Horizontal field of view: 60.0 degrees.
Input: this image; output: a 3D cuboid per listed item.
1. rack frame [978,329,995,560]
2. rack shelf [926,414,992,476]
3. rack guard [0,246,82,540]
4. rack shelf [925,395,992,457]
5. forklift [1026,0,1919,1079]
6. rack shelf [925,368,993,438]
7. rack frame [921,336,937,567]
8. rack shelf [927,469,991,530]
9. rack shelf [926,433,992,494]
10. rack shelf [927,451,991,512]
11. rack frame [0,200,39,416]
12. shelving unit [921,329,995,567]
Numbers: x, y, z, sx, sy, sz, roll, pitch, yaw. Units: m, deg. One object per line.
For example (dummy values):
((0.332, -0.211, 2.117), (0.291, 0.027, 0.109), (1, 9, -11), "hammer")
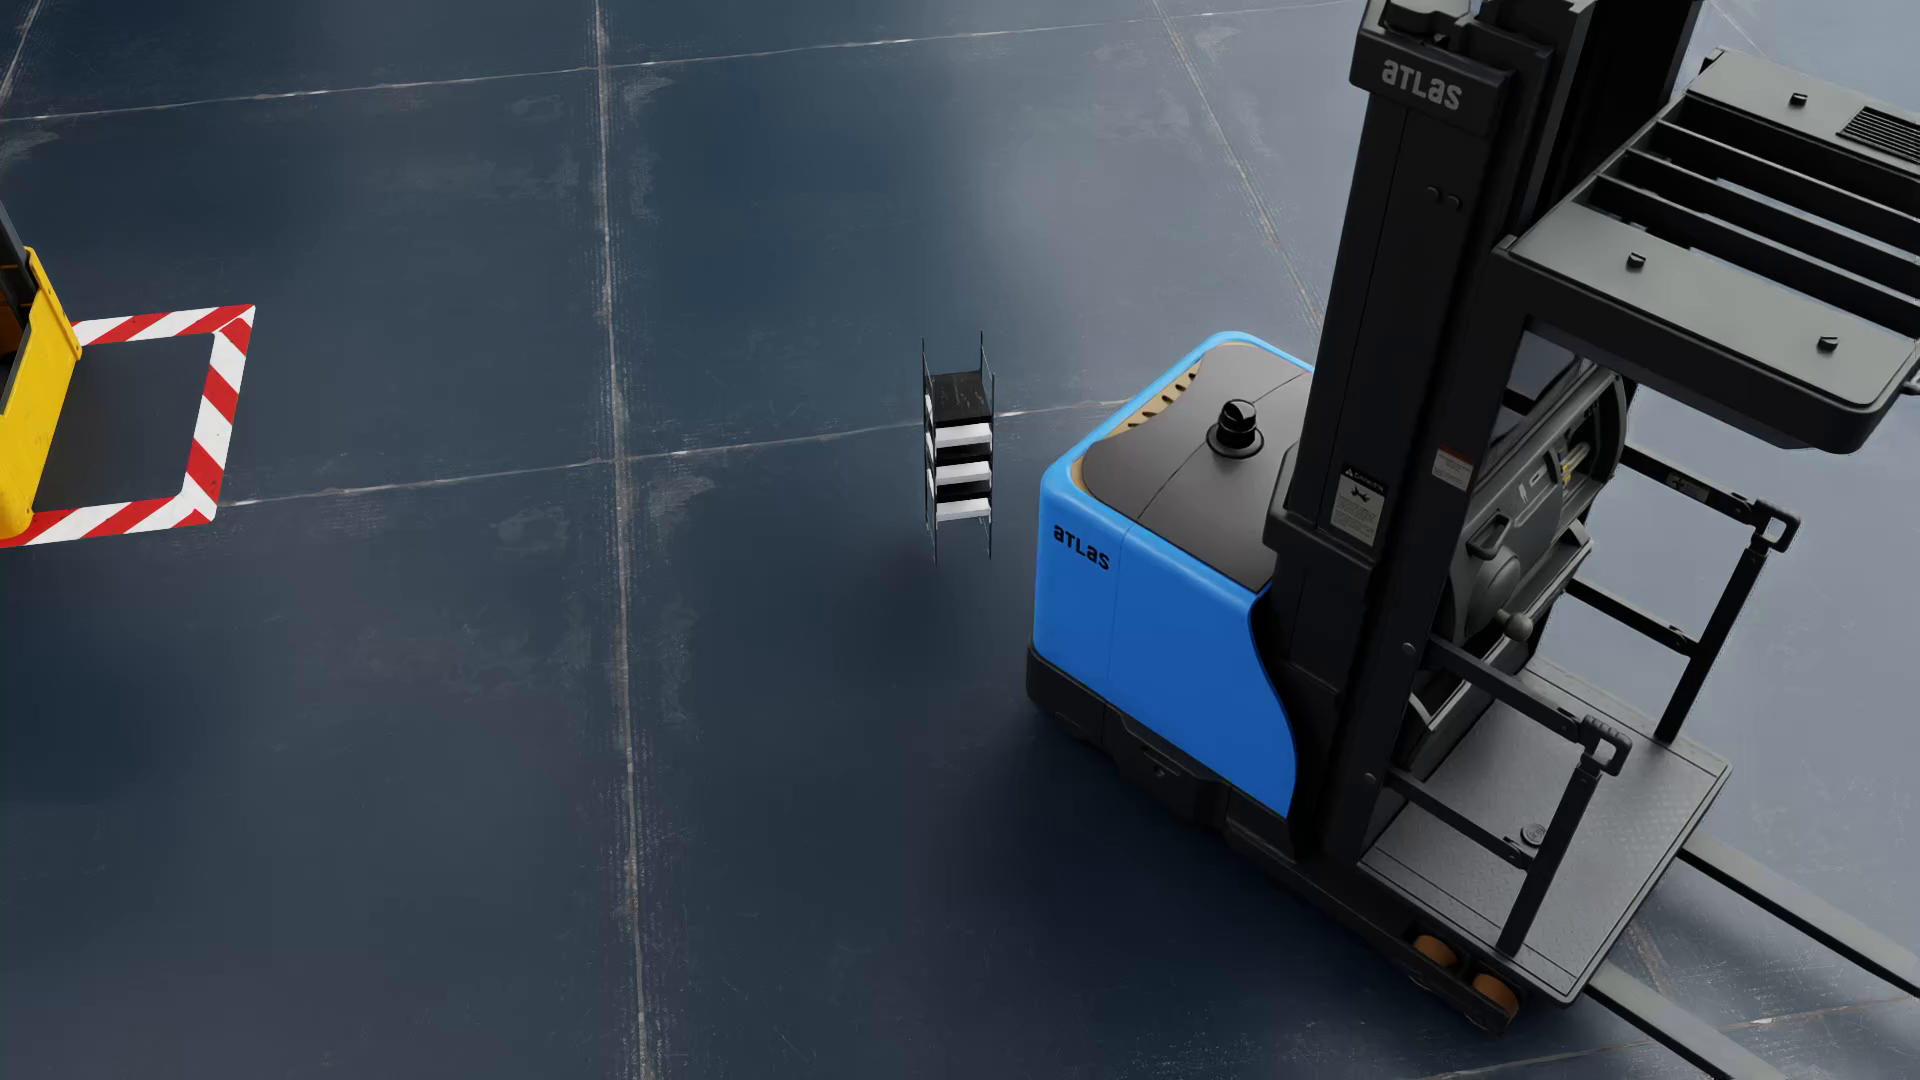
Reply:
((0.092, -0.324, 5.937), (0.006, 0.900, 0.240), (-7, 46, -7), "rack frame")
((-0.008, -0.351, 5.884), (0.200, 0.077, 0.258), (-7, 46, -7), "rack shelf")
((-3.786, -0.580, 6.462), (0.348, 0.500, 1.175), (-7, 46, -7), "rack guard")
((-0.008, -0.413, 5.819), (0.200, 0.077, 0.258), (-7, 46, -7), "rack shelf")
((1.661, -0.018, 4.232), (3.031, 2.935, 1.130), (33, 54, 27), "forklift")
((-0.008, -0.475, 5.755), (0.200, 0.077, 0.258), (-7, 46, -7), "rack shelf")
((-0.108, -0.299, 5.913), (0.006, 0.900, 0.240), (-7, 46, -7), "rack frame")
((-0.008, -0.163, 6.079), (0.200, 0.077, 0.258), (-7, 46, -7), "rack shelf")
((-0.008, -0.288, 5.949), (0.200, 0.077, 0.258), (-7, 46, -7), "rack shelf")
((-0.008, -0.226, 6.014), (0.200, 0.077, 0.258), (-7, 46, -7), "rack shelf")
((-3.719, -1.490, 5.603), (0.127, 3.000, 1.000), (-7, 46, -7), "rack frame")
((-0.008, -0.311, 5.925), (0.210, 0.900, 0.258), (-7, 46, -7), "shelving unit")
